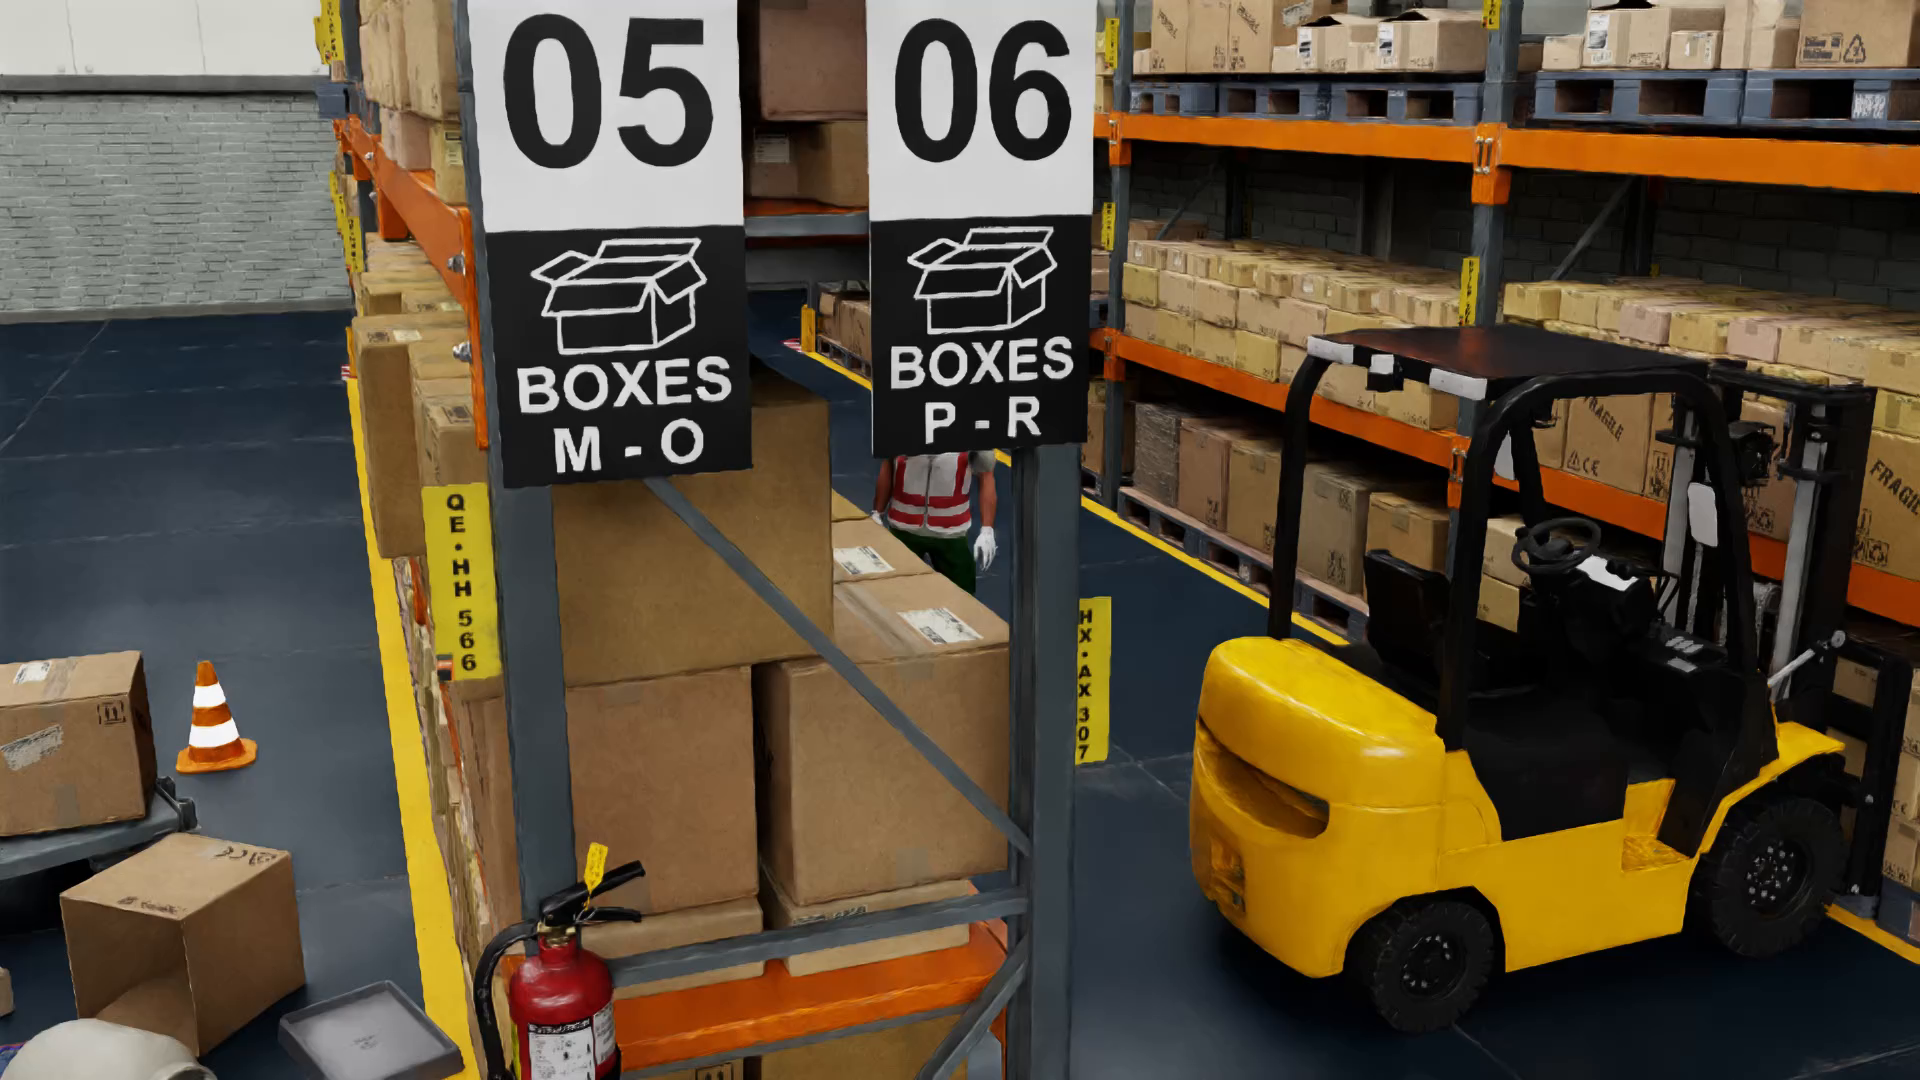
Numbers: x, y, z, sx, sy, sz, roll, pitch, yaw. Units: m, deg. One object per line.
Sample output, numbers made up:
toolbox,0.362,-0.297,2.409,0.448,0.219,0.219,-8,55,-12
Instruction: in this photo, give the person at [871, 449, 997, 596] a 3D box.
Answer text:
person,-0.182,-0.026,8.011,0.715,1.769,0.631,1,15,5
